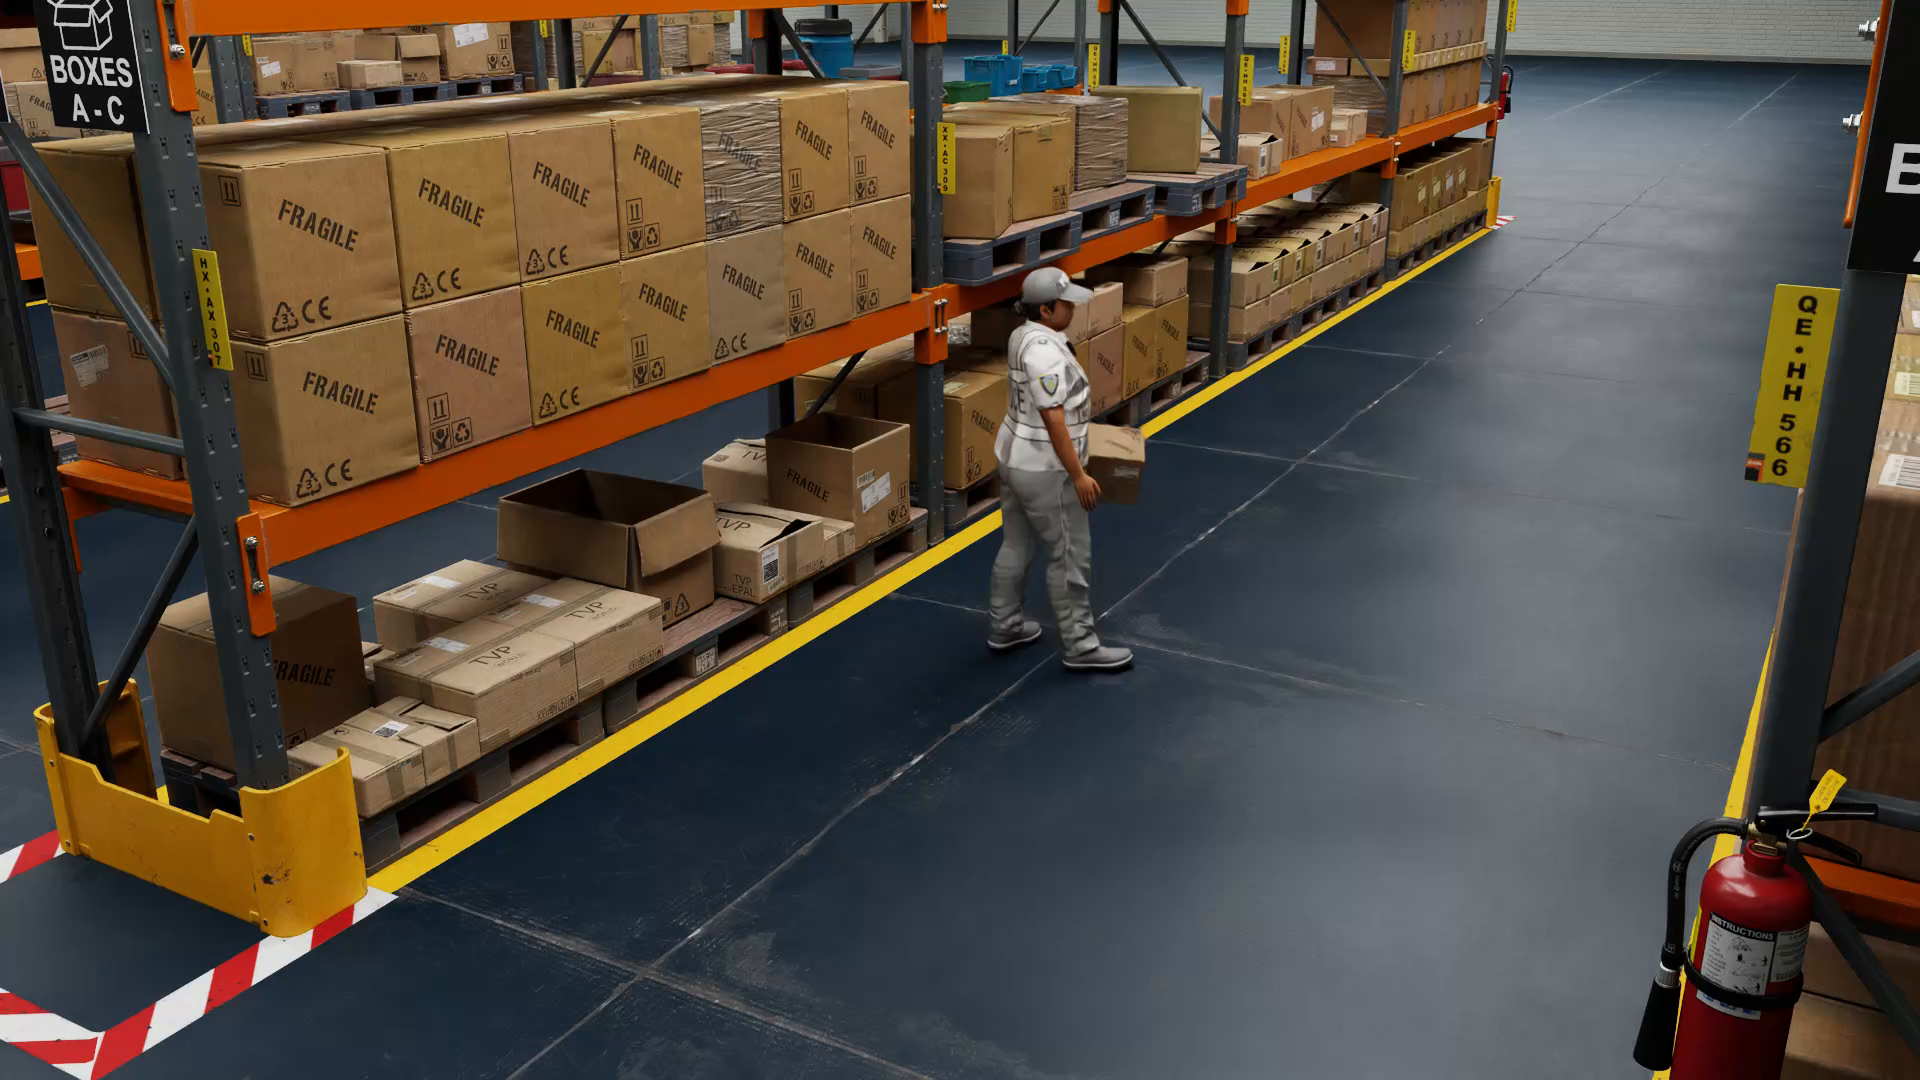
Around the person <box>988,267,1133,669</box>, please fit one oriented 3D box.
[{"bbox_3d":[0.422,-0.296,6.856,0.565,1.661,0.585,-4,20,-11],"label":"person"}]
